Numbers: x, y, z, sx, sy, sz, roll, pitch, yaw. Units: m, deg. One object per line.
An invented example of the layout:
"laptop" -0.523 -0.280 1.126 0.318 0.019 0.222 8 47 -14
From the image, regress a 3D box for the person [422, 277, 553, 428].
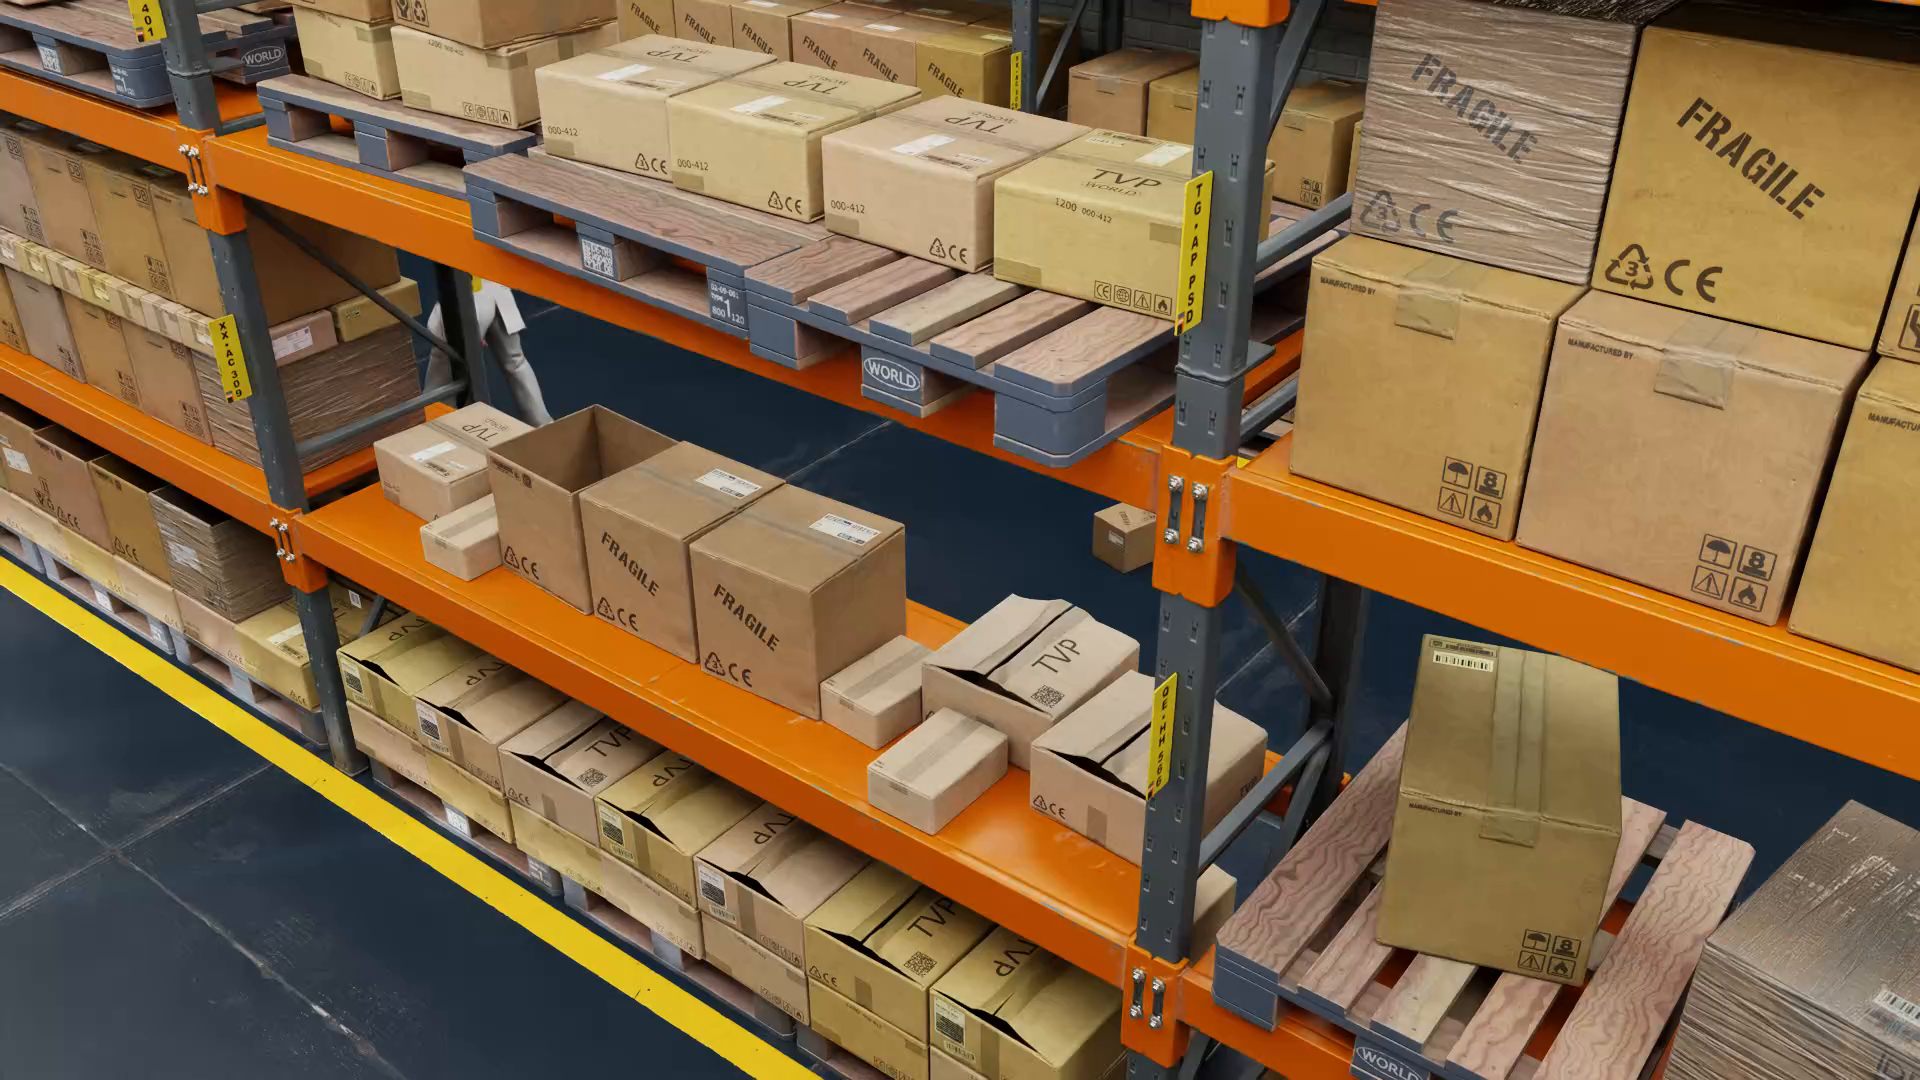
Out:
"person" -2.836 -1.398 9.494 1.085 1.724 0.567 17 35 27
